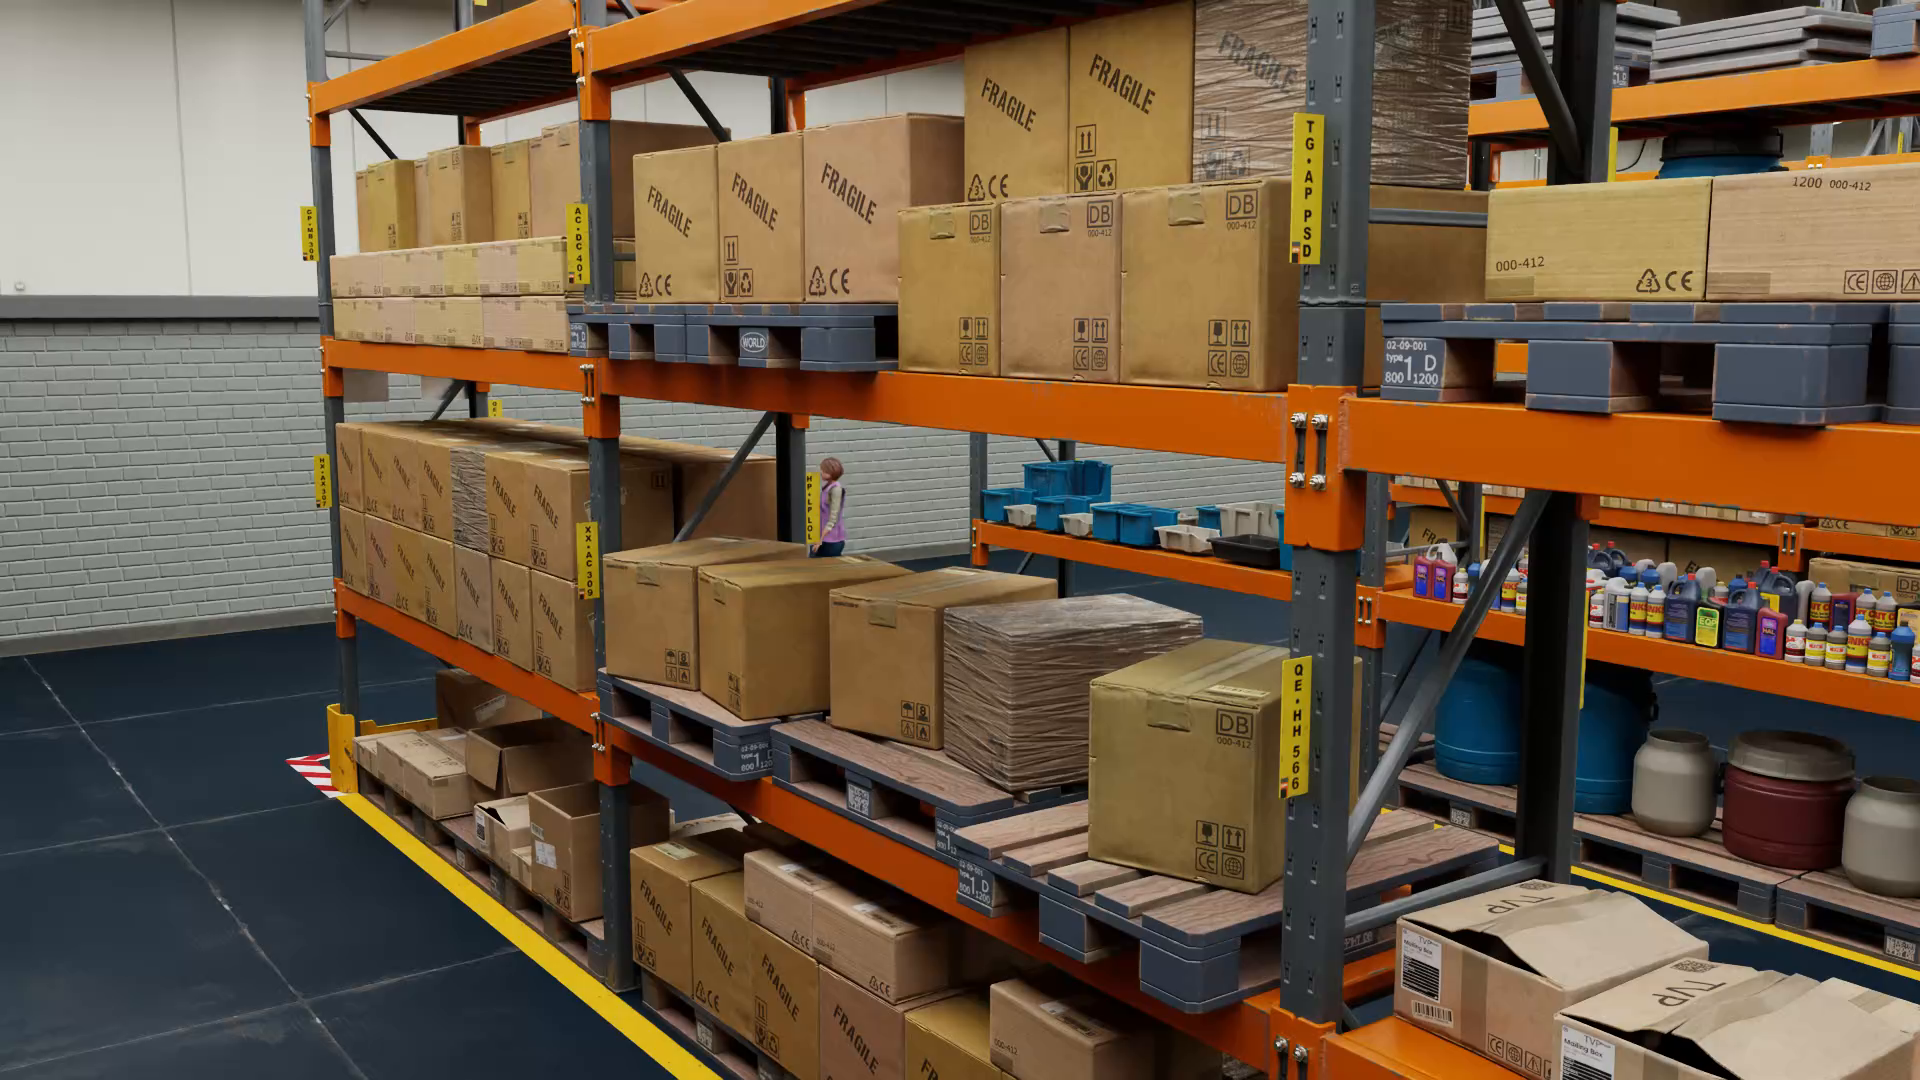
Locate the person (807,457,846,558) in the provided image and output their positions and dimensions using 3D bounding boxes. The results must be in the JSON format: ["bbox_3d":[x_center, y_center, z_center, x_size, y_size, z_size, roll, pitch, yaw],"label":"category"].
[{"bbox_3d":[-1.339,0.015,15.681,0.722,1.579,0.470,-4,9,-25],"label":"person"}]
